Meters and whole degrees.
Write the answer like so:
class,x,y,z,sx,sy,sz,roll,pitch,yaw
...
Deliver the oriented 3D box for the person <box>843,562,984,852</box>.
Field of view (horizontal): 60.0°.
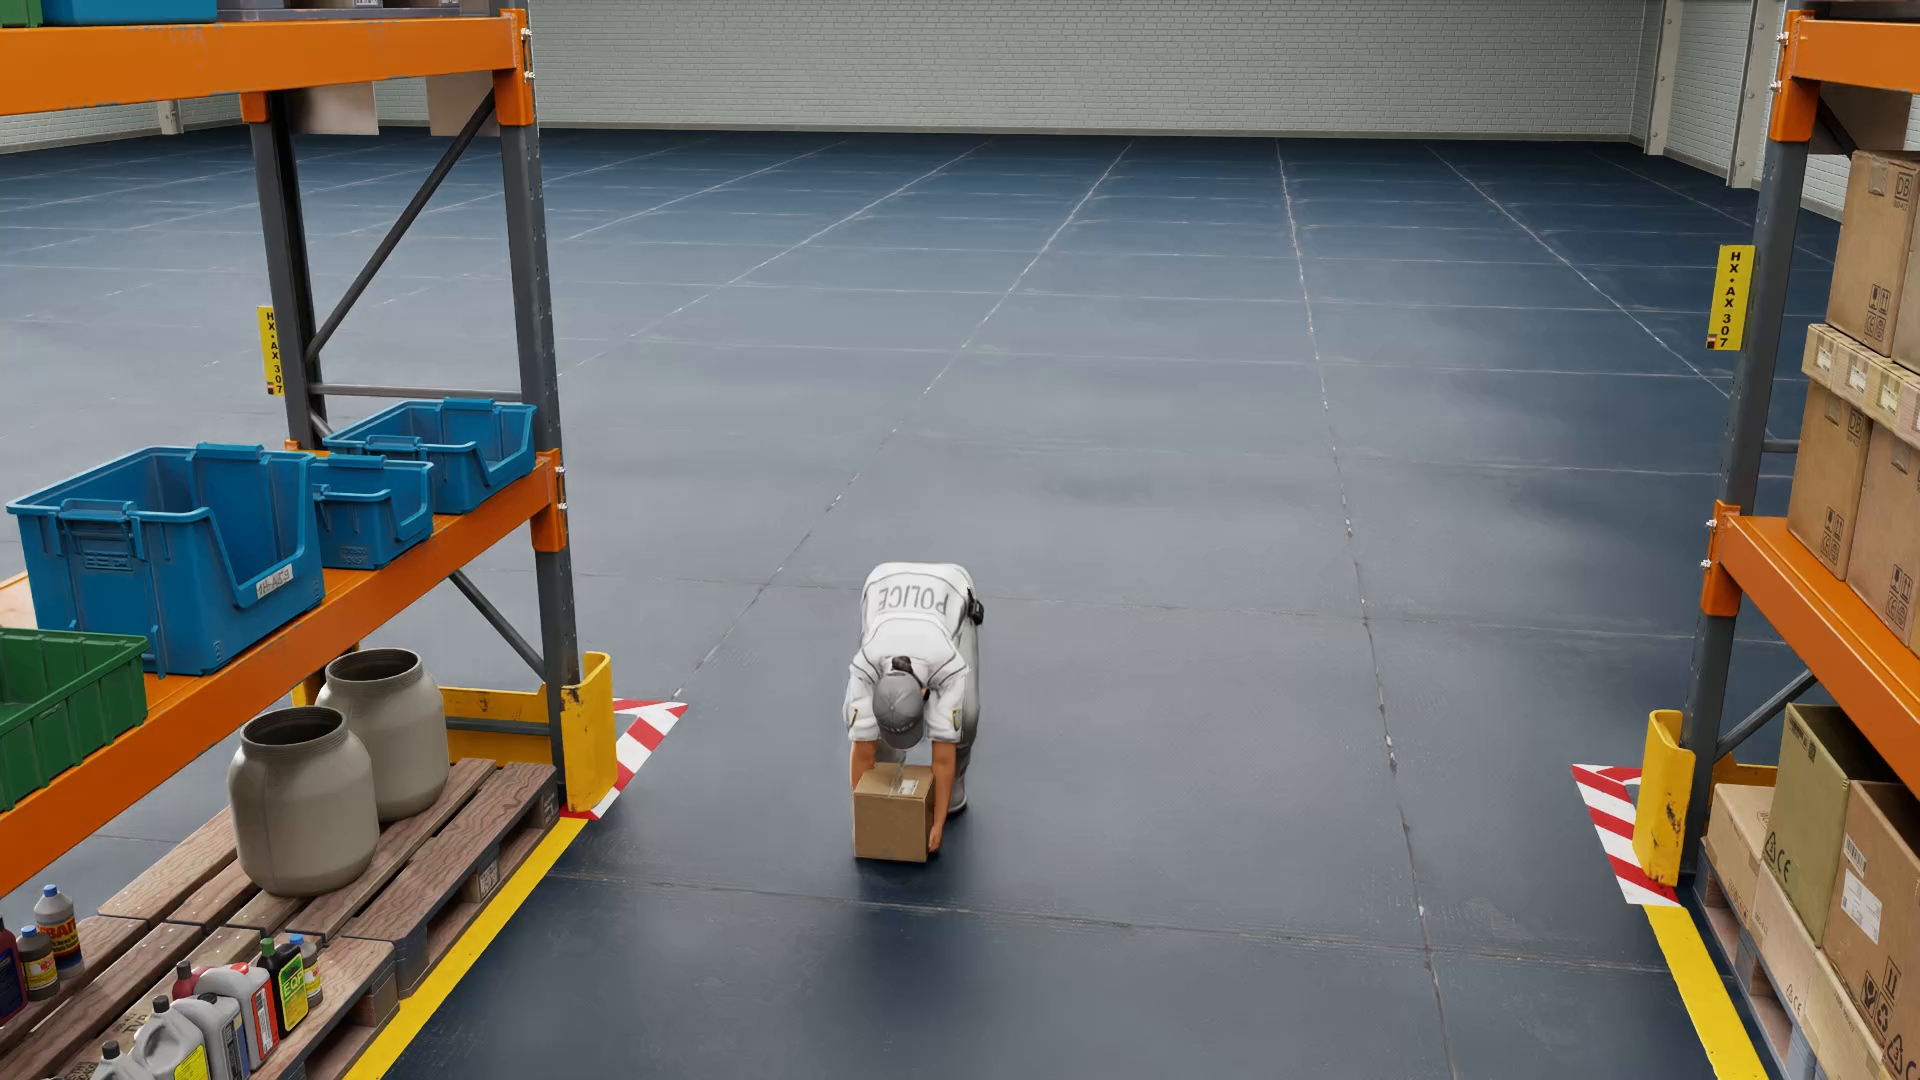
class,x,y,z,sx,sy,sz,roll,pitch,yaw
person,-0.175,0.578,6.036,0.507,0.886,0.936,2,18,6
